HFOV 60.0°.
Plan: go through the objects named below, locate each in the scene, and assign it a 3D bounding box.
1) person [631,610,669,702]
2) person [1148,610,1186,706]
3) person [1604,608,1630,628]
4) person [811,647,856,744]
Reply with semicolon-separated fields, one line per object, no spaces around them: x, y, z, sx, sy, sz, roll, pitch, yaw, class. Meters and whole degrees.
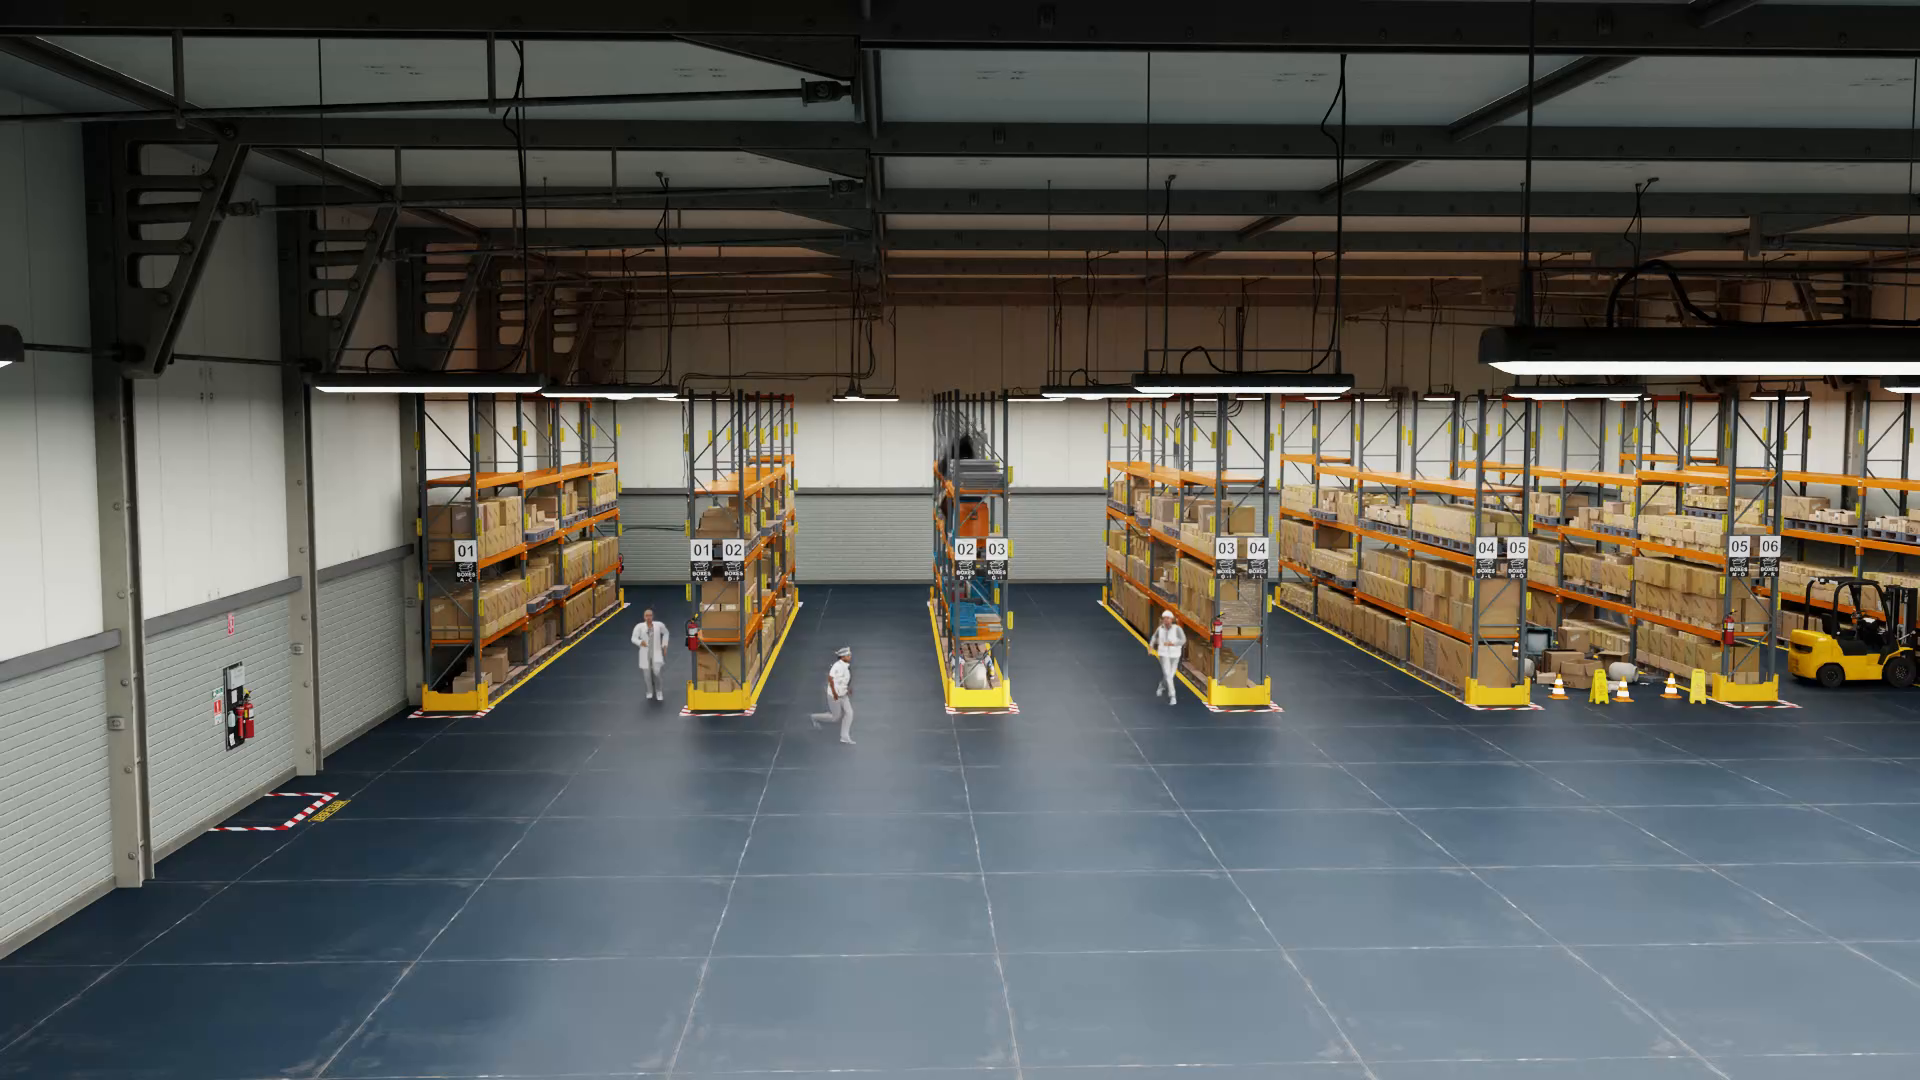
-5.966;2.230;32.009;0.710;1.778;0.747;-1;5;-9;person
3.985;2.246;32.006;0.717;1.791;0.817;0;5;5;person
16.584;1.479;41.906;0.652;1.749;0.976;-1;5;-6;person
-2.129;2.634;28.180;0.811;1.672;0.585;2;5;18;person
